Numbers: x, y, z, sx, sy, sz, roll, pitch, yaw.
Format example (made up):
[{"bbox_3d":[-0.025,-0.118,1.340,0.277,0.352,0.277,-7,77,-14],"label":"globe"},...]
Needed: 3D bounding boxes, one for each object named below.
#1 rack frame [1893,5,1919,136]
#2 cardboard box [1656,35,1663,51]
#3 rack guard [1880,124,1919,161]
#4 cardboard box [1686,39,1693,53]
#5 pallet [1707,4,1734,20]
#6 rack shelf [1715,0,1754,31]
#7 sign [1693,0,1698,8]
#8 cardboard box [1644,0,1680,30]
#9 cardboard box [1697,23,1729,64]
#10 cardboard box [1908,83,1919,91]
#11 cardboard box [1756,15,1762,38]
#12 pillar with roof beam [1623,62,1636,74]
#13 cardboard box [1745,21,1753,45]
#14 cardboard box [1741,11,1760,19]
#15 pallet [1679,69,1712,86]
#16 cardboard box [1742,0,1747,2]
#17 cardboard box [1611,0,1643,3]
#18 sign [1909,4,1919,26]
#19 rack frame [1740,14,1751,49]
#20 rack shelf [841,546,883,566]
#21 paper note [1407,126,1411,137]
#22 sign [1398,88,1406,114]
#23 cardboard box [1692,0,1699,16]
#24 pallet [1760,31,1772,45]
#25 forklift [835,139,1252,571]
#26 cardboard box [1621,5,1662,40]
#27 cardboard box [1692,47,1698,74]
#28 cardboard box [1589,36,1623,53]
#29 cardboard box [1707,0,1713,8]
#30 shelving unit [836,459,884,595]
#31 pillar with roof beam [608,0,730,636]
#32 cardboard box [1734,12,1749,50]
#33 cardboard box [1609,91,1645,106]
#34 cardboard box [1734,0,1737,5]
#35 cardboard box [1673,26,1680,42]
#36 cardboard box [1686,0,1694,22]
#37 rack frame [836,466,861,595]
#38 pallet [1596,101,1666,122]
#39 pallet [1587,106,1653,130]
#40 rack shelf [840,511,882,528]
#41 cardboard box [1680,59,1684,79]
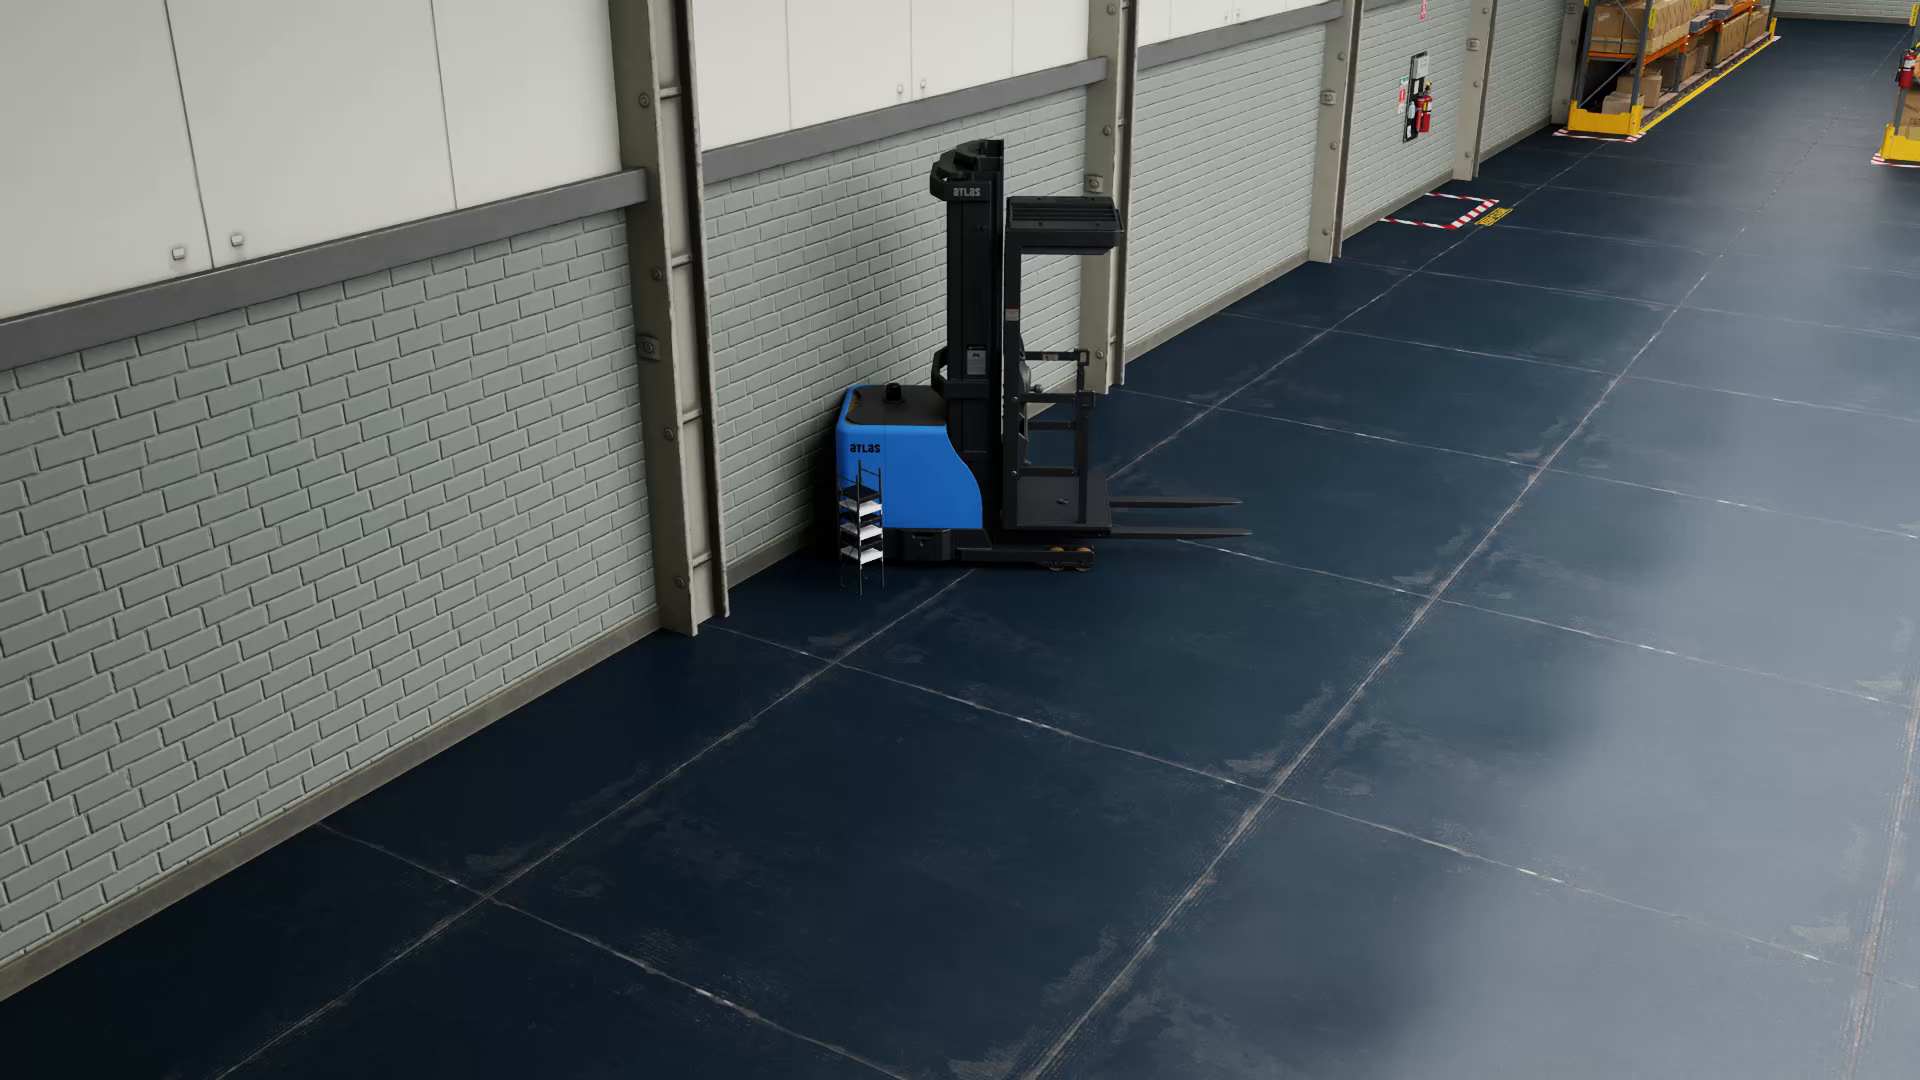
[{"bbox_3d":[15.425,-7.477,26.082,1.000,3.000,0.127,14,27,29],"label":"rack frame"},{"bbox_3d":[12.003,-8.731,29.142,0.500,0.250,0.500,13,27,27],"label":"cardboard box"},{"bbox_3d":[15.412,-6.322,26.560,1.175,0.500,0.348,14,27,29],"label":"rack guard"},{"bbox_3d":[14.478,-10.005,33.571,0.500,0.250,0.500,14,27,29],"label":"cardboard box"},{"bbox_3d":[15.149,-10.863,34.145,1.213,0.211,1.003,14,27,29],"label":"pallet"},{"bbox_3d":[16.489,-11.559,36.417,1.077,0.370,4.000,14,27,29],"label":"rack shelf"},{"bbox_3d":[13.789,-10.150,31.167,0.100,0.325,0.005,14,27,29],"label":"sign"},{"bbox_3d":[12.531,-9.411,29.769,0.500,0.500,0.500,15,27,31],"label":"cardboard box"},{"bbox_3d":[15.934,-10.641,35.568,0.750,0.750,0.750,13,27,28],"label":"cardboard box"},{"bbox_3d":[15.970,-7.336,27.745,0.500,0.500,0.500,14,27,29],"label":"cardboard box"},{"bbox_3d":[18.841,-12.364,39.988,0.700,0.500,0.500,13,27,27],"label":"cardboard box"},{"bbox_3d":[17.671,-12.808,30.844,9.100,9.000,0.400,14,27,29],"label":"pillar with roof beam"},{"bbox_3d":[18.026,-11.841,38.780,0.700,0.500,0.500,14,27,30],"label":"cardboard box"},{"bbox_3d":[18.637,-12.392,39.236,0.380,0.149,0.250,13,27,27],"label":"cardboard box"},{"bbox_3d":[15.021,-9.671,34.660,1.003,0.211,1.213,14,27,29],"label":"pallet"},{"bbox_3d":[17.229,-12.015,36.856,0.380,0.149,0.250,14,27,29],"label":"cardboard box"},{"bbox_3d":[11.825,-9.345,29.617,0.500,0.500,0.500,13,27,28],"label":"cardboard box"},{"bbox_3d":[14.971,-8.236,26.079,0.100,0.325,0.005,14,27,29],"label":"sign"},{"bbox_3d":[17.544,-12.564,37.833,1.000,3.000,0.127,14,27,29],"label":"rack frame"},{"bbox_3d":[-0.702,0.107,11.742,0.200,0.077,0.258,-20,30,-38],"label":"rack shelf"},{"bbox_3d":[6.196,-5.631,22.926,0.016,0.148,0.142,14,27,29],"label":"paper note"},{"bbox_3d":[5.969,-5.932,22.468,0.001,0.329,0.234,14,27,29],"label":"sign"},{"bbox_3d":[13.923,-10.464,32.301,0.700,0.500,0.500,17,29,34],"label":"cardboard box"},{"bbox_3d":[19.299,-12.348,40.844,1.003,0.211,1.213,14,27,29],"label":"pallet"},{"bbox_3d":[0.630,-1.337,11.984,3.031,2.935,1.130,1,23,2],"label":"forklift"},{"bbox_3d":[11.722,-8.897,28.581,0.500,0.500,0.500,14,27,29],"label":"cardboard box"},{"bbox_3d":[14.728,-9.866,34.192,0.700,0.500,0.500,14,27,29],"label":"cardboard box"},{"bbox_3d":[11.296,-8.653,28.961,0.500,0.250,0.500,14,27,30],"label":"cardboard box"},{"bbox_3d":[14.923,-11.107,33.787,0.700,0.500,0.500,11,26,24],"label":"cardboard box"},{"bbox_3d":[-0.702,-0.088,11.657,0.210,0.900,0.258,-20,30,-38],"label":"shelving unit"},{"bbox_3d":[1.846,-2.682,7.455,9.100,9.000,0.400,14,27,29],"label":"pillar with roof beam"},{"bbox_3d":[17.312,-11.524,37.607,0.750,0.750,0.750,14,27,30],"label":"cardboard box"},{"bbox_3d":[11.957,-7.889,29.864,0.500,0.311,0.500,16,28,33],"label":"cardboard box"},{"bbox_3d":[16.749,-11.778,36.308,0.380,0.149,0.250,15,27,31],"label":"cardboard box"},{"bbox_3d":[12.810,-9.242,30.322,0.500,0.250,0.500,14,27,29],"label":"cardboard box"},{"bbox_3d":[13.338,-9.924,30.954,0.500,0.500,0.500,14,27,29],"label":"cardboard box"},{"bbox_3d":[-0.776,-0.061,11.594,0.006,0.900,0.240,-20,30,-38],"label":"rack frame"},{"bbox_3d":[12.357,-7.937,30.654,1.003,0.211,1.213,14,27,29],"label":"pallet"},{"bbox_3d":[11.713,-7.527,29.707,1.003,0.211,1.213,14,27,29],"label":"pallet"},{"bbox_3d":[-0.702,-0.140,11.635,0.200,0.077,0.258,-20,30,-38],"label":"rack shelf"},{"bbox_3d":[13.928,-9.356,33.014,0.700,0.500,0.500,13,27,28],"label":"cardboard box"}]
